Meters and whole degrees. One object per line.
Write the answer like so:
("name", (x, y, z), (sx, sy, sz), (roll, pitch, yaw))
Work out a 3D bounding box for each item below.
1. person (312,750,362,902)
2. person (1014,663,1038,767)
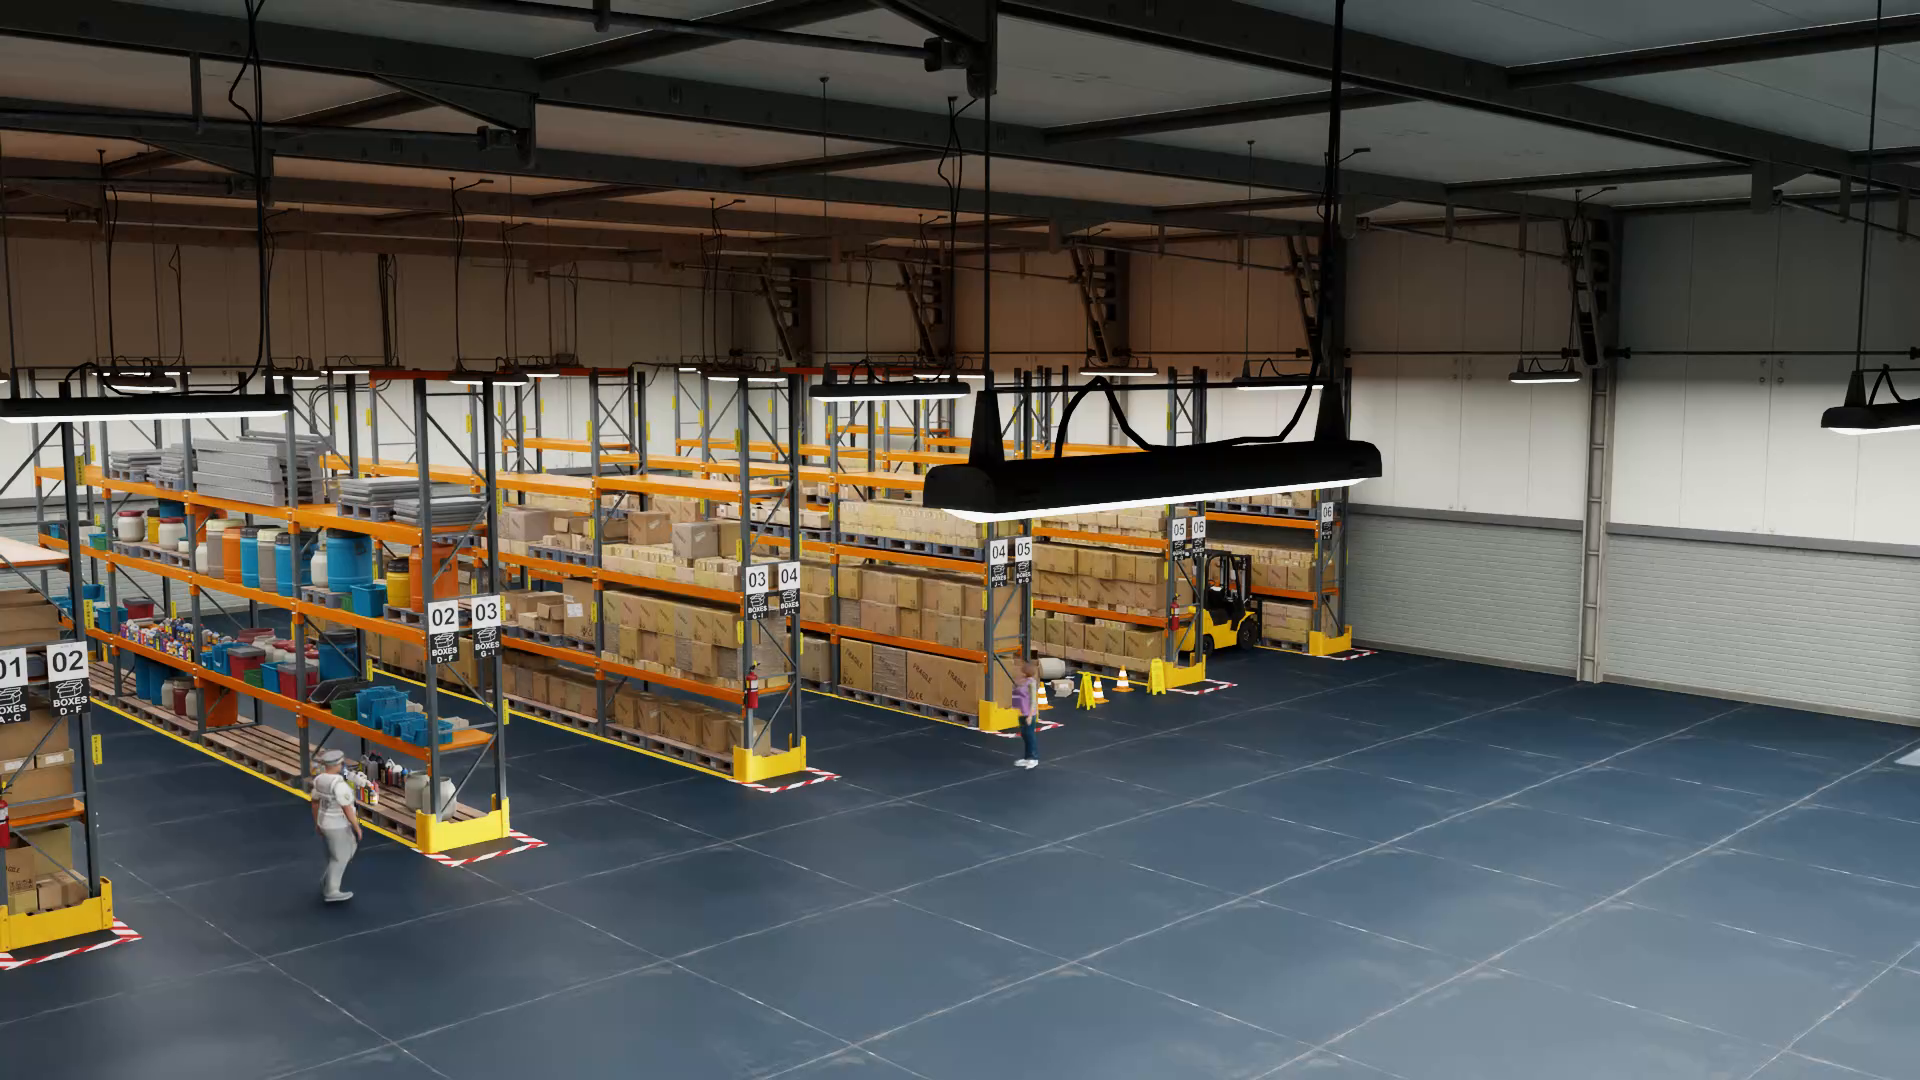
("person", (-7.152, 3.294, 19.132), (0.487, 1.769, 0.556), (-4, 8, -34))
("person", (1.031, 2.675, 25.424), (0.342, 1.616, 0.461), (-4, 7, -30))
